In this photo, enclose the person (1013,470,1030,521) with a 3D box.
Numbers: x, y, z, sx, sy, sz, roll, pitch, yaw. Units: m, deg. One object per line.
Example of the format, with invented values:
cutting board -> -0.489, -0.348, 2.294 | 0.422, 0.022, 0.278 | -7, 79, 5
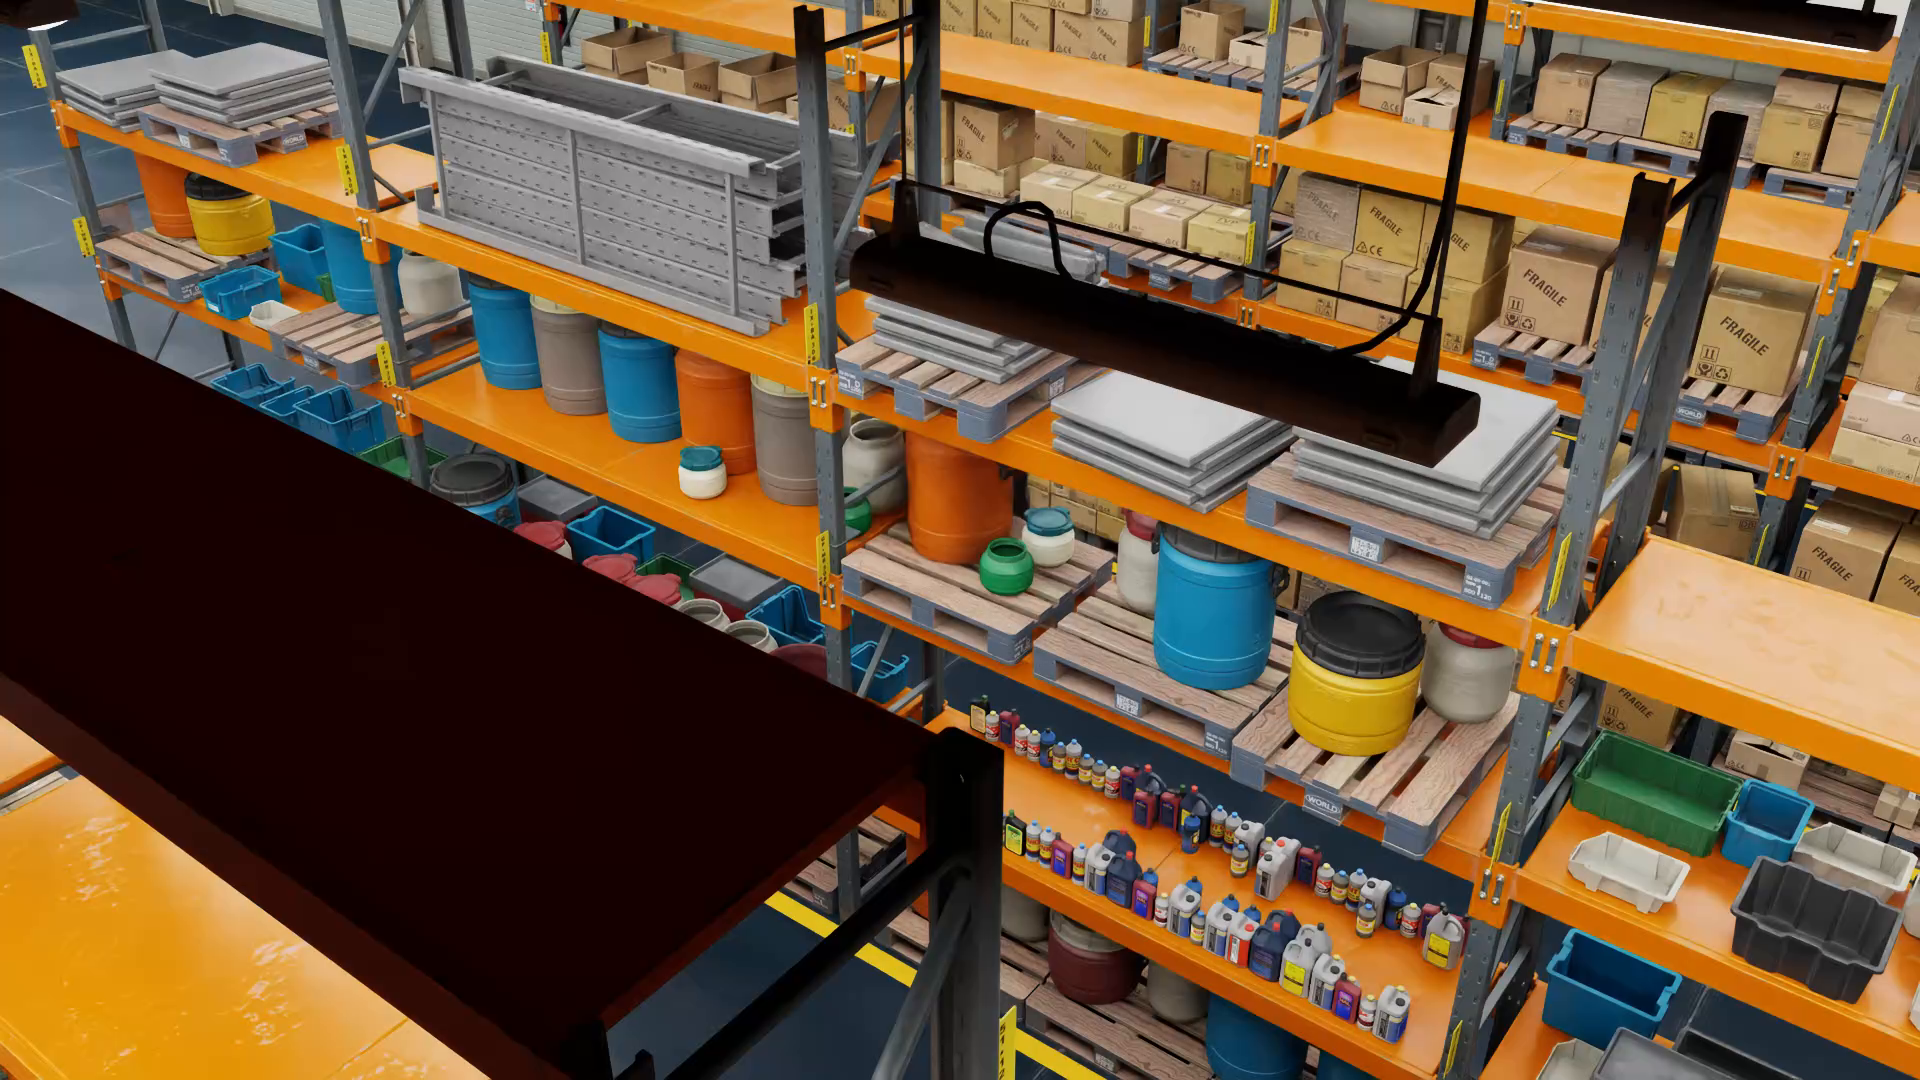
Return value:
person -> 0.339, -0.104, 13.790 | 0.941, 1.675, 0.555 | 6, 32, 10
